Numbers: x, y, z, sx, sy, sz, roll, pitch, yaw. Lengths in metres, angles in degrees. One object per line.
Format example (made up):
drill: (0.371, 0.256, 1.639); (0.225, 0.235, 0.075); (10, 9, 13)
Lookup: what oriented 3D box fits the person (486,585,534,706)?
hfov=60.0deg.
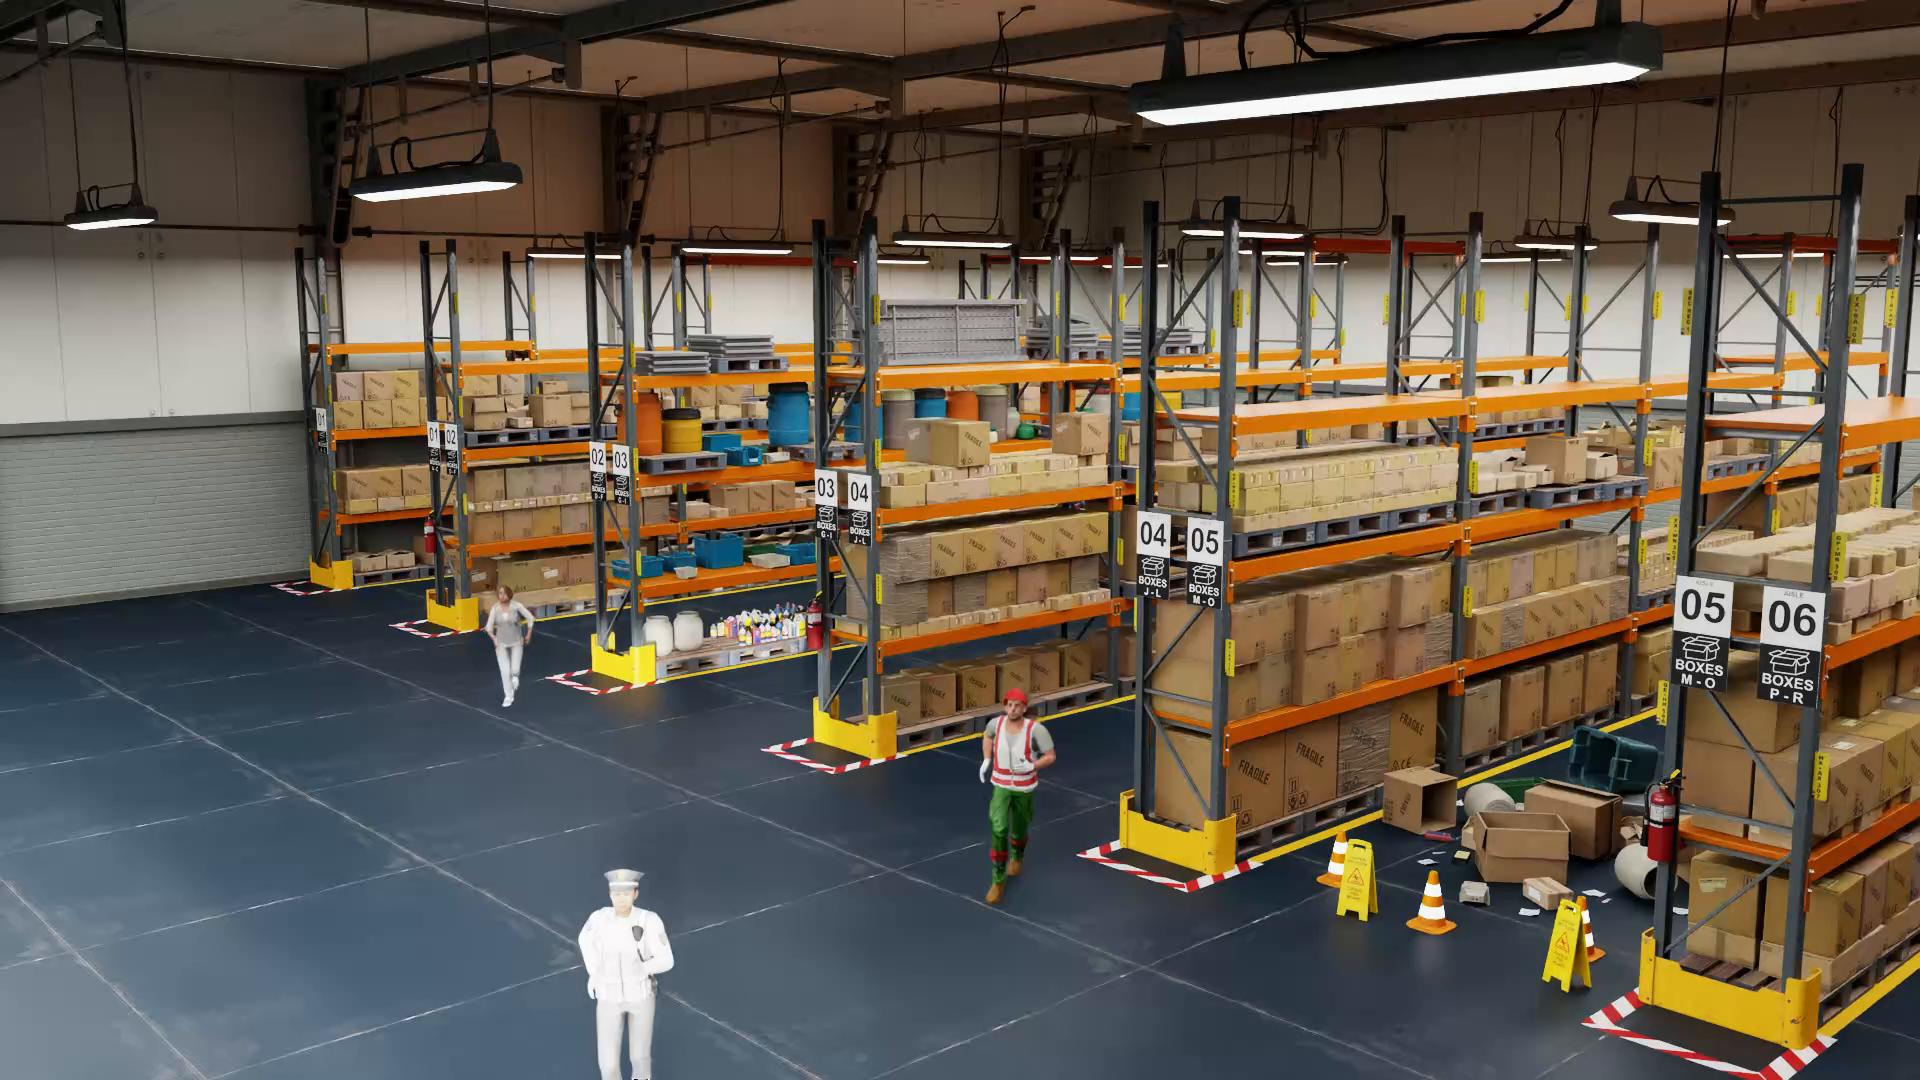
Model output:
person: (-5.694, 1.335, 21.038); (0.578, 1.562, 0.608); (-1, 8, -7)

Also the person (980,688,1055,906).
person: (0.500, 2.164, 14.458); (0.665, 1.820, 0.860); (1, 8, 7)

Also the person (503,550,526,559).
person: (-7.704, 0.100, 29.191); (0.589, 1.710, 0.740); (8, 11, 42)

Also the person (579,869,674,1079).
person: (-2.050, 2.844, 10.217); (0.598, 1.740, 0.733); (-1, 8, -6)
